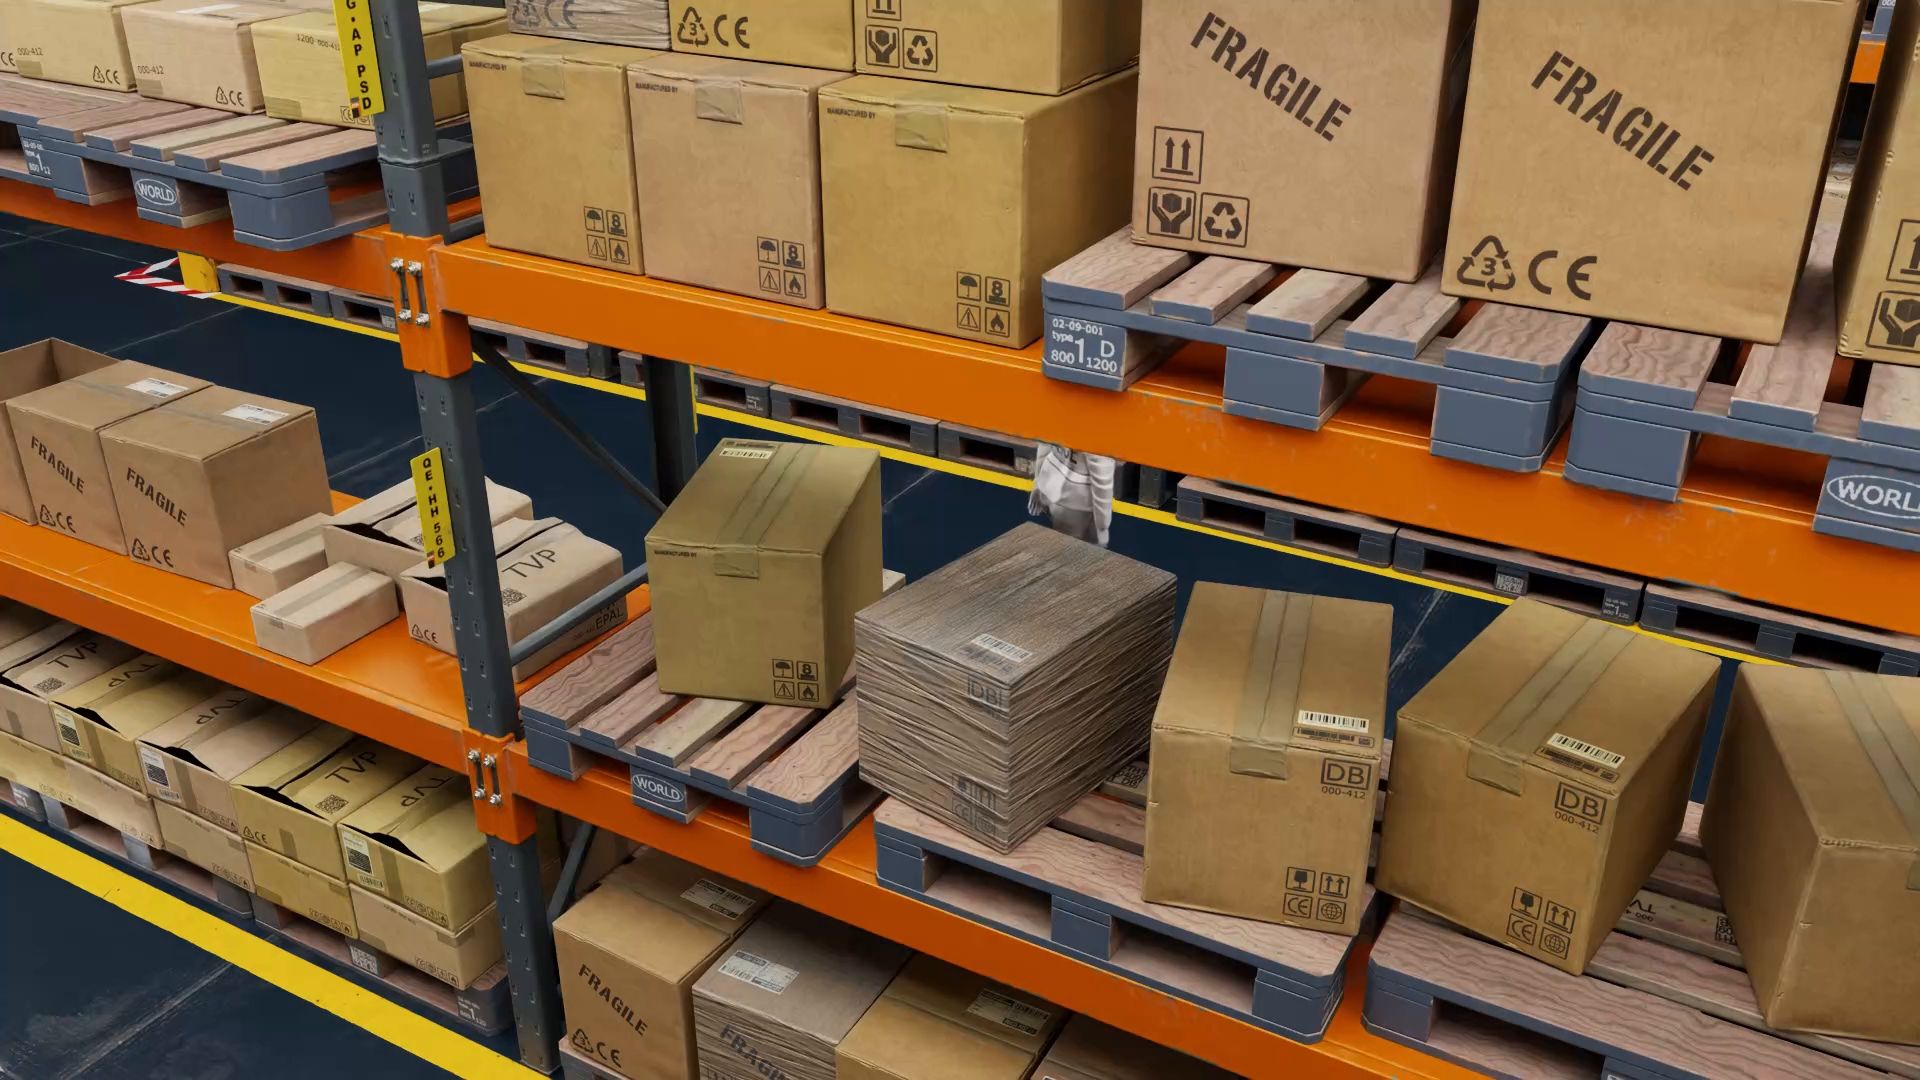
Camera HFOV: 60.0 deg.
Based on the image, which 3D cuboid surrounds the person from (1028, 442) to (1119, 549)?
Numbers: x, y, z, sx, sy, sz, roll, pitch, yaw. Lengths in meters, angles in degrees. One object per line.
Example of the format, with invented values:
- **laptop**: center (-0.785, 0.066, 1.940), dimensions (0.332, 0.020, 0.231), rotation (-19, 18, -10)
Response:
- **person**: center (0.535, -0.163, 7.447), dimensions (0.759, 1.656, 0.568), rotation (-10, 28, -20)
